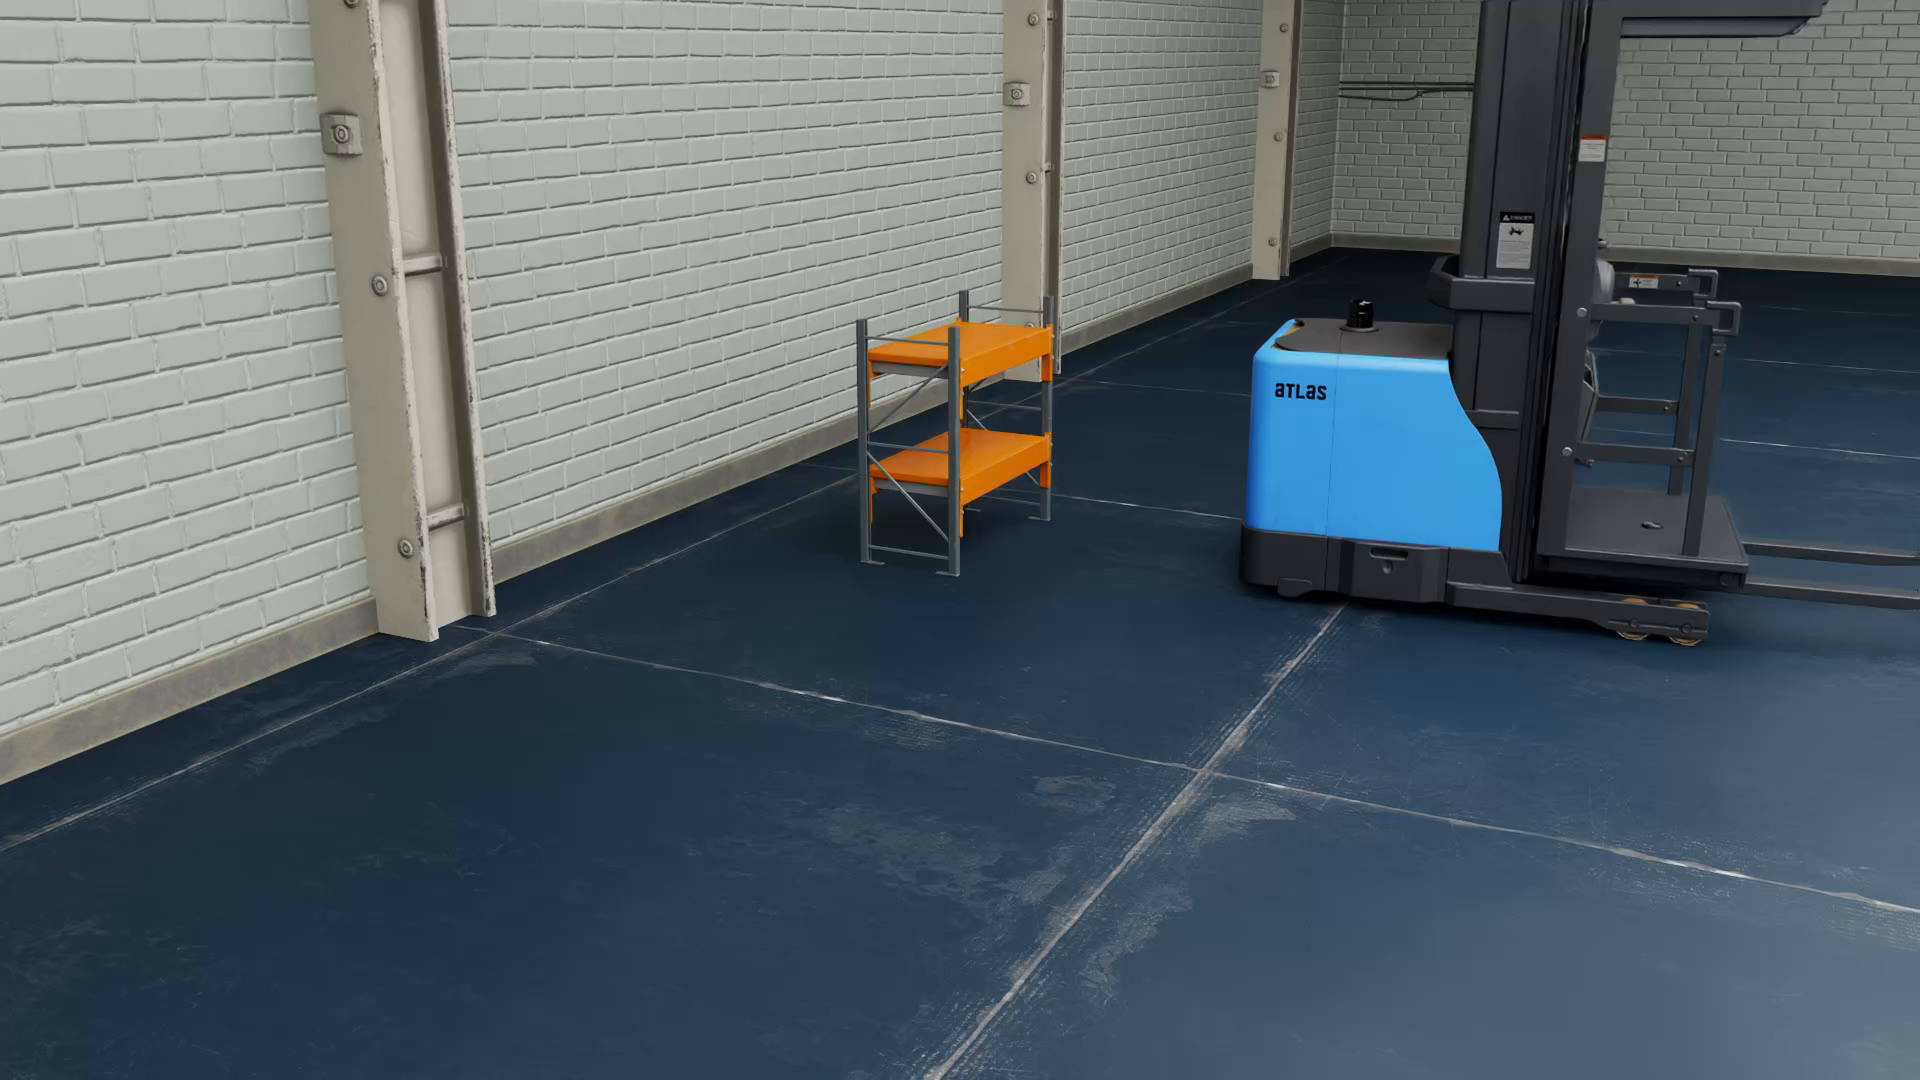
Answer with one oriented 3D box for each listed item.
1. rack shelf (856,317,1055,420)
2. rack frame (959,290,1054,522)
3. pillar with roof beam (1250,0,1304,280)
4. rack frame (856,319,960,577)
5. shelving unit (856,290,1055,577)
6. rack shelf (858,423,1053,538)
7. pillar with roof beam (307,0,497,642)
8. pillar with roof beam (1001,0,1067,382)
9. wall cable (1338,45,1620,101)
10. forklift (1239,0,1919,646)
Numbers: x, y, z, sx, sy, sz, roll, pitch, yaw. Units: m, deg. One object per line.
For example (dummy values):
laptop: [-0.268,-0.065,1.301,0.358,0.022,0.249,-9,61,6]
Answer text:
rack shelf: [-0.003,-0.818,7.775,0.538,0.278,1.000,8,18,25]
rack frame: [0.224,-0.667,8.294,0.500,1.125,0.032,8,18,25]
pillar with roof beam: [7.044,-6.485,14.052,9.100,9.000,0.400,8,18,25]
rack frame: [-0.230,-0.408,7.422,0.500,1.125,0.032,8,18,25]
shelving unit: [-0.003,-0.537,7.858,0.538,1.125,1.048,8,18,25]
rack shelf: [-0.003,-0.303,7.928,0.538,0.278,1.000,8,18,25]
pillar with roof beam: [1.682,-3.428,3.761,9.100,9.000,0.400,8,18,25]
pillar with roof beam: [4.363,-4.956,8.906,9.100,9.000,0.400,8,18,25]
wall cable: [5.692,-6.126,18.298,3.097,2.526,0.112,8,18,25]
forklift: [2.788,-1.155,6.766,3.031,2.935,1.130,6,17,18]
